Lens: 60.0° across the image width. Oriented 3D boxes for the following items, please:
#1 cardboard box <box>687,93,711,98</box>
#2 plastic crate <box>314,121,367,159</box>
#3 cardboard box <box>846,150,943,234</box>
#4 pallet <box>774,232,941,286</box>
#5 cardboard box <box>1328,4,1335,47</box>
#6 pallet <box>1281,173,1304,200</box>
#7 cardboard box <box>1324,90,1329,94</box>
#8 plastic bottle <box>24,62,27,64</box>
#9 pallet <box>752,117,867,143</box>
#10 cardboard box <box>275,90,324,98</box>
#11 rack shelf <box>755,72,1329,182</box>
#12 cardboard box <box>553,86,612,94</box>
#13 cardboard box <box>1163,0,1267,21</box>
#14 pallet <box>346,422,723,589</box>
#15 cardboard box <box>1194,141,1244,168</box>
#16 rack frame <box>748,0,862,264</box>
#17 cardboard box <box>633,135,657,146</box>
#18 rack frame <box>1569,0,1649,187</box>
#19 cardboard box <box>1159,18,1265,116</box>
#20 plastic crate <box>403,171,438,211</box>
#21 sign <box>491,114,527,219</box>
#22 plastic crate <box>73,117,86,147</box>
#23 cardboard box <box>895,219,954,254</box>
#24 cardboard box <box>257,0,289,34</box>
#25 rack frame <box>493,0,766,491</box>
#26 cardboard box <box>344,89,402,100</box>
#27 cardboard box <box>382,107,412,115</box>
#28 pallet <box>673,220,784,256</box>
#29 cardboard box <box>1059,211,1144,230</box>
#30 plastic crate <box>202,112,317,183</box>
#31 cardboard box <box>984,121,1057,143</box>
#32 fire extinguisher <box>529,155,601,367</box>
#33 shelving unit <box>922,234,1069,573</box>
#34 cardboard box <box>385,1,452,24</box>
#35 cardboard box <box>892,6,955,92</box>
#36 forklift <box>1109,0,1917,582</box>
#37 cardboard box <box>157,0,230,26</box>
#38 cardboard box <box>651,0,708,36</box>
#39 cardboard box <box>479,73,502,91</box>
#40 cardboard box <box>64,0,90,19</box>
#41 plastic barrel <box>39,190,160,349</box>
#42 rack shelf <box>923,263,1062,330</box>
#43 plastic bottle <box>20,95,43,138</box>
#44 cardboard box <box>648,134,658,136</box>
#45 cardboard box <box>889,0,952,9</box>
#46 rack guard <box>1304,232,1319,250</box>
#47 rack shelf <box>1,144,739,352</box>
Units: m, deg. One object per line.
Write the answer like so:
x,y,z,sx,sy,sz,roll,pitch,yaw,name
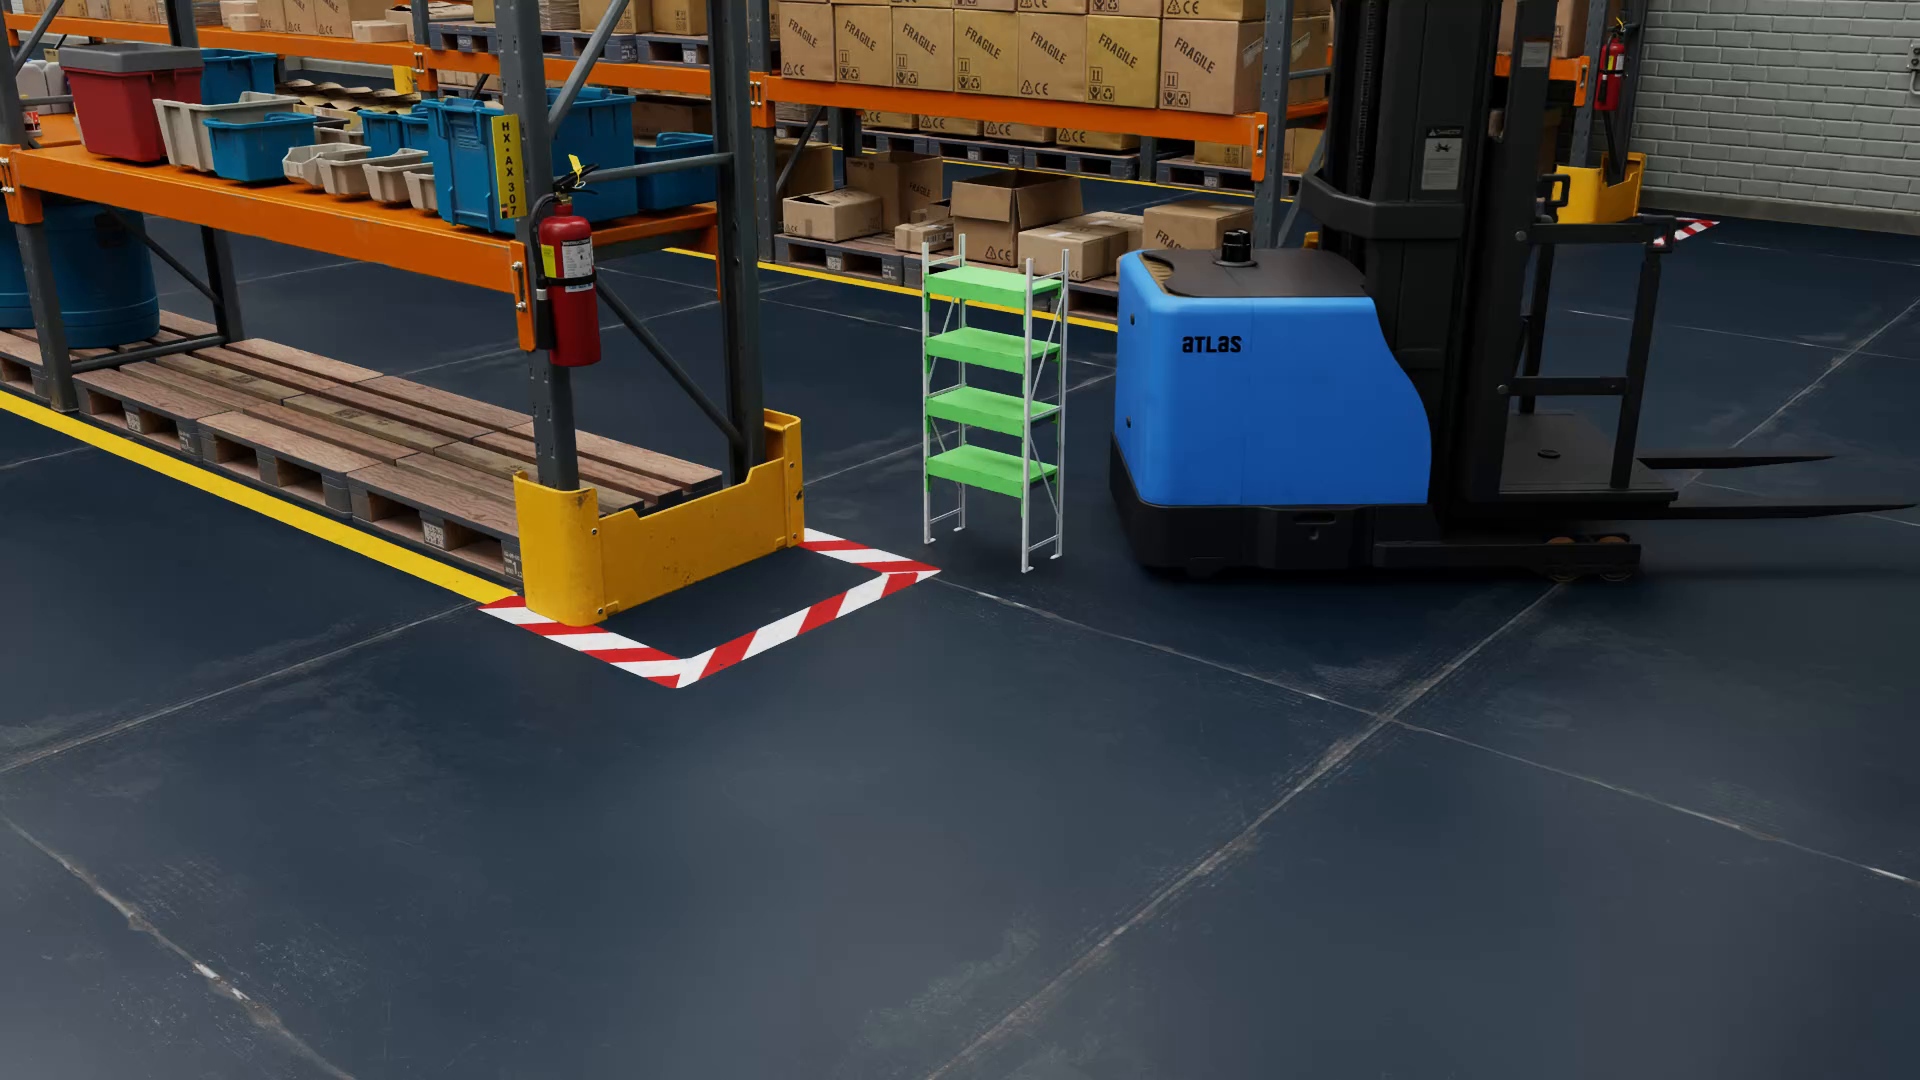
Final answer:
-2.776,-5.323,19.452,0.500,0.500,0.700,16,26,37,cardboard box
-2.686,-1.778,7.421,0.466,0.136,0.293,16,26,36,plastic crate
-0.469,-2.520,12.018,0.500,0.500,0.500,16,26,36,cardboard box
-0.558,-2.075,11.871,1.213,0.211,1.003,16,26,36,pallet
3.581,-4.579,14.134,0.700,0.700,0.980,15,25,34,cardboard box
3.528,-3.120,14.643,1.213,0.211,1.003,16,26,36,pallet
3.181,-3.935,14.879,0.250,0.149,0.380,15,25,35,cardboard box
-5.387,-2.640,9.601,0.097,0.271,0.097,0,21,0,plastic bottle
-1.664,-4.650,18.701,1.213,0.211,1.003,16,26,36,pallet
-6.339,-4.102,15.801,0.500,0.311,0.500,15,25,35,cardboard box
0.460,-2.750,10.730,4.000,0.370,1.077,16,26,36,rack shelf
-3.270,-3.657,13.970,0.500,0.250,0.500,17,27,38,cardboard box
1.490,-3.179,9.289,0.500,0.500,0.500,16,26,36,cardboard box
-1.740,-0.177,6.839,1.213,0.211,1.003,16,26,36,pallet
2.554,-3.720,15.229,0.500,0.500,0.700,16,26,37,cardboard box
-1.090,-3.533,11.786,0.127,3.000,1.000,16,26,36,rack frame
-2.419,-2.826,12.829,0.500,0.500,0.500,16,26,37,cardboard box
5.138,-3.996,13.012,0.127,3.000,1.000,16,26,36,rack frame
1.490,-2.713,9.469,0.500,0.500,0.500,17,27,38,cardboard box
-1.872,-1.325,6.218,0.243,0.136,0.396,16,26,36,plastic crate
-1.461,-1.210,5.394,0.005,0.325,0.100,16,26,36,sign
-3.955,-1.942,7.854,0.243,0.136,0.396,16,26,36,plastic crate
-0.225,-2.070,11.299,0.250,0.166,0.380,16,26,36,cardboard box
-6.295,-5.071,15.723,0.500,0.500,0.500,18,27,40,cardboard box
-1.126,-1.287,5.831,0.127,3.000,1.000,16,26,36,rack frame
-5.614,-4.139,15.899,0.500,0.311,0.500,16,26,36,cardboard box
-4.750,-3.647,14.596,0.500,0.311,0.500,17,26,38,cardboard box
-1.744,-2.399,12.732,1.213,0.211,1.003,16,26,36,pallet
0.992,-1.982,10.946,0.500,0.250,0.500,16,26,36,cardboard box
-2.879,-1.625,6.879,0.300,0.233,0.416,16,26,36,plastic crate
0.763,-4.386,16.498,0.750,0.750,0.750,17,27,38,cardboard box
-1.296,-0.919,5.492,0.183,0.674,0.296,16,26,36,fire extinguisher
0.128,-0.524,6.359,0.503,1.200,0.258,16,26,36,shelving unit
-4.759,-4.636,14.838,0.500,0.311,0.500,16,26,36,cardboard box
-0.082,-3.166,10.671,0.500,0.500,0.500,16,26,36,cardboard box
2.162,-1.400,6.228,3.031,2.935,1.130,-1,21,-2,forklift
-7.635,-5.462,16.759,0.500,0.500,0.700,15,25,35,cardboard box
-1.888,-4.079,12.497,0.700,0.500,0.500,-17,27,-38,cardboard box
-5.800,-6.118,21.560,0.500,0.500,0.700,14,25,33,cardboard box
-9.242,-5.921,17.977,0.500,0.500,0.700,16,26,37,cardboard box
-4.635,-1.521,8.828,0.708,0.901,0.600,16,26,36,plastic barrel
0.128,-0.914,6.212,0.480,0.148,0.258,16,26,36,rack shelf
-4.670,-2.125,8.333,0.097,0.201,0.097,0,21,0,plastic bottle
-2.113,-2.973,13.221,0.500,0.500,0.500,16,26,37,cardboard box
-0.105,-3.636,10.500,0.500,0.500,0.500,15,25,35,cardboard box
1.950,-1.488,9.905,0.348,0.500,1.175,16,26,36,rack guard
-2.675,-1.397,7.141,4.000,0.370,1.077,16,26,36,rack shelf
